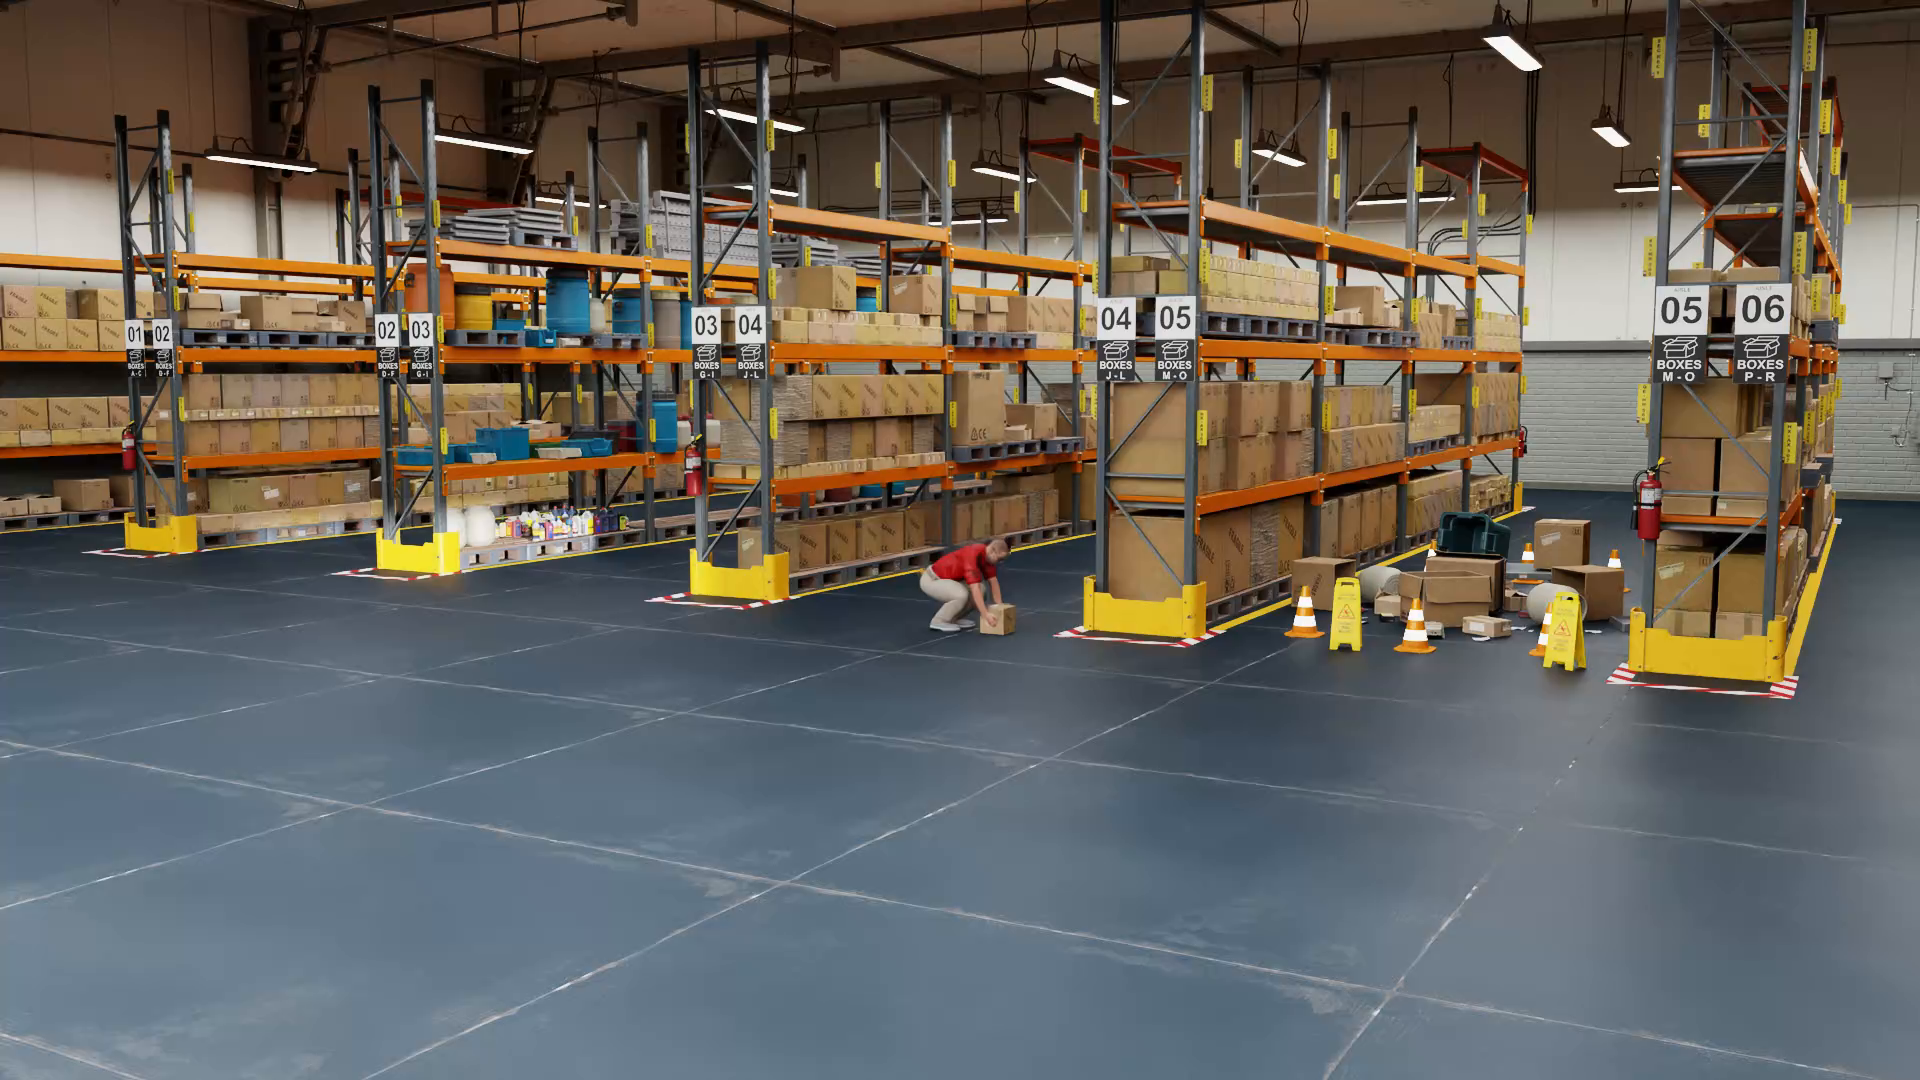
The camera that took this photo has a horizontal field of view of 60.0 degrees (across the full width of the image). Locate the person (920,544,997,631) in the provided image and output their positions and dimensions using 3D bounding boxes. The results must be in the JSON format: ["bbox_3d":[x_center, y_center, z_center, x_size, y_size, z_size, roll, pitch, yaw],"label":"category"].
[{"bbox_3d":[-0.021,0.449,16.202,0.690,0.845,0.566,3,7,28],"label":"person"}]
